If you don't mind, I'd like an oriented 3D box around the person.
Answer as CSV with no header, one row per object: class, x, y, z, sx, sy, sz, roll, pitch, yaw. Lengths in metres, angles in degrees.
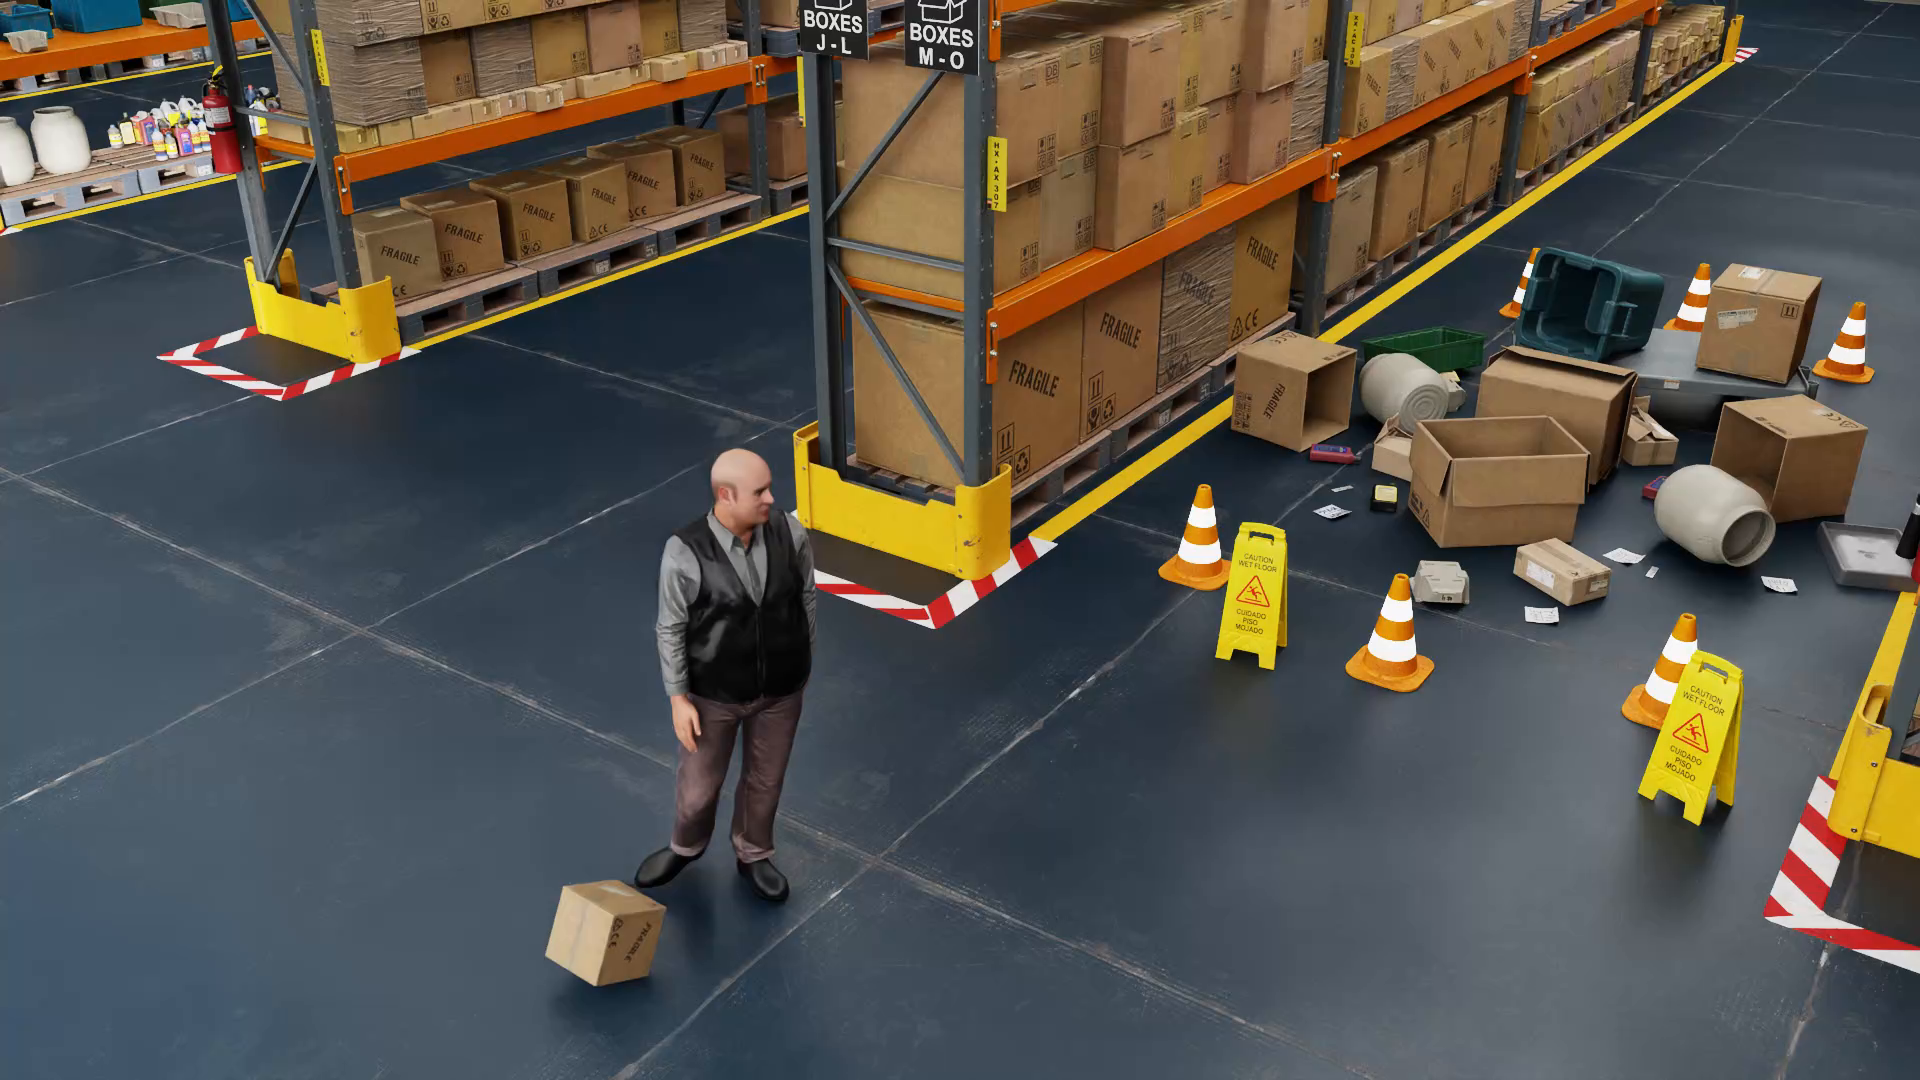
person,-0.804,0.485,5.646,0.696,1.715,0.450,-12,29,-22
